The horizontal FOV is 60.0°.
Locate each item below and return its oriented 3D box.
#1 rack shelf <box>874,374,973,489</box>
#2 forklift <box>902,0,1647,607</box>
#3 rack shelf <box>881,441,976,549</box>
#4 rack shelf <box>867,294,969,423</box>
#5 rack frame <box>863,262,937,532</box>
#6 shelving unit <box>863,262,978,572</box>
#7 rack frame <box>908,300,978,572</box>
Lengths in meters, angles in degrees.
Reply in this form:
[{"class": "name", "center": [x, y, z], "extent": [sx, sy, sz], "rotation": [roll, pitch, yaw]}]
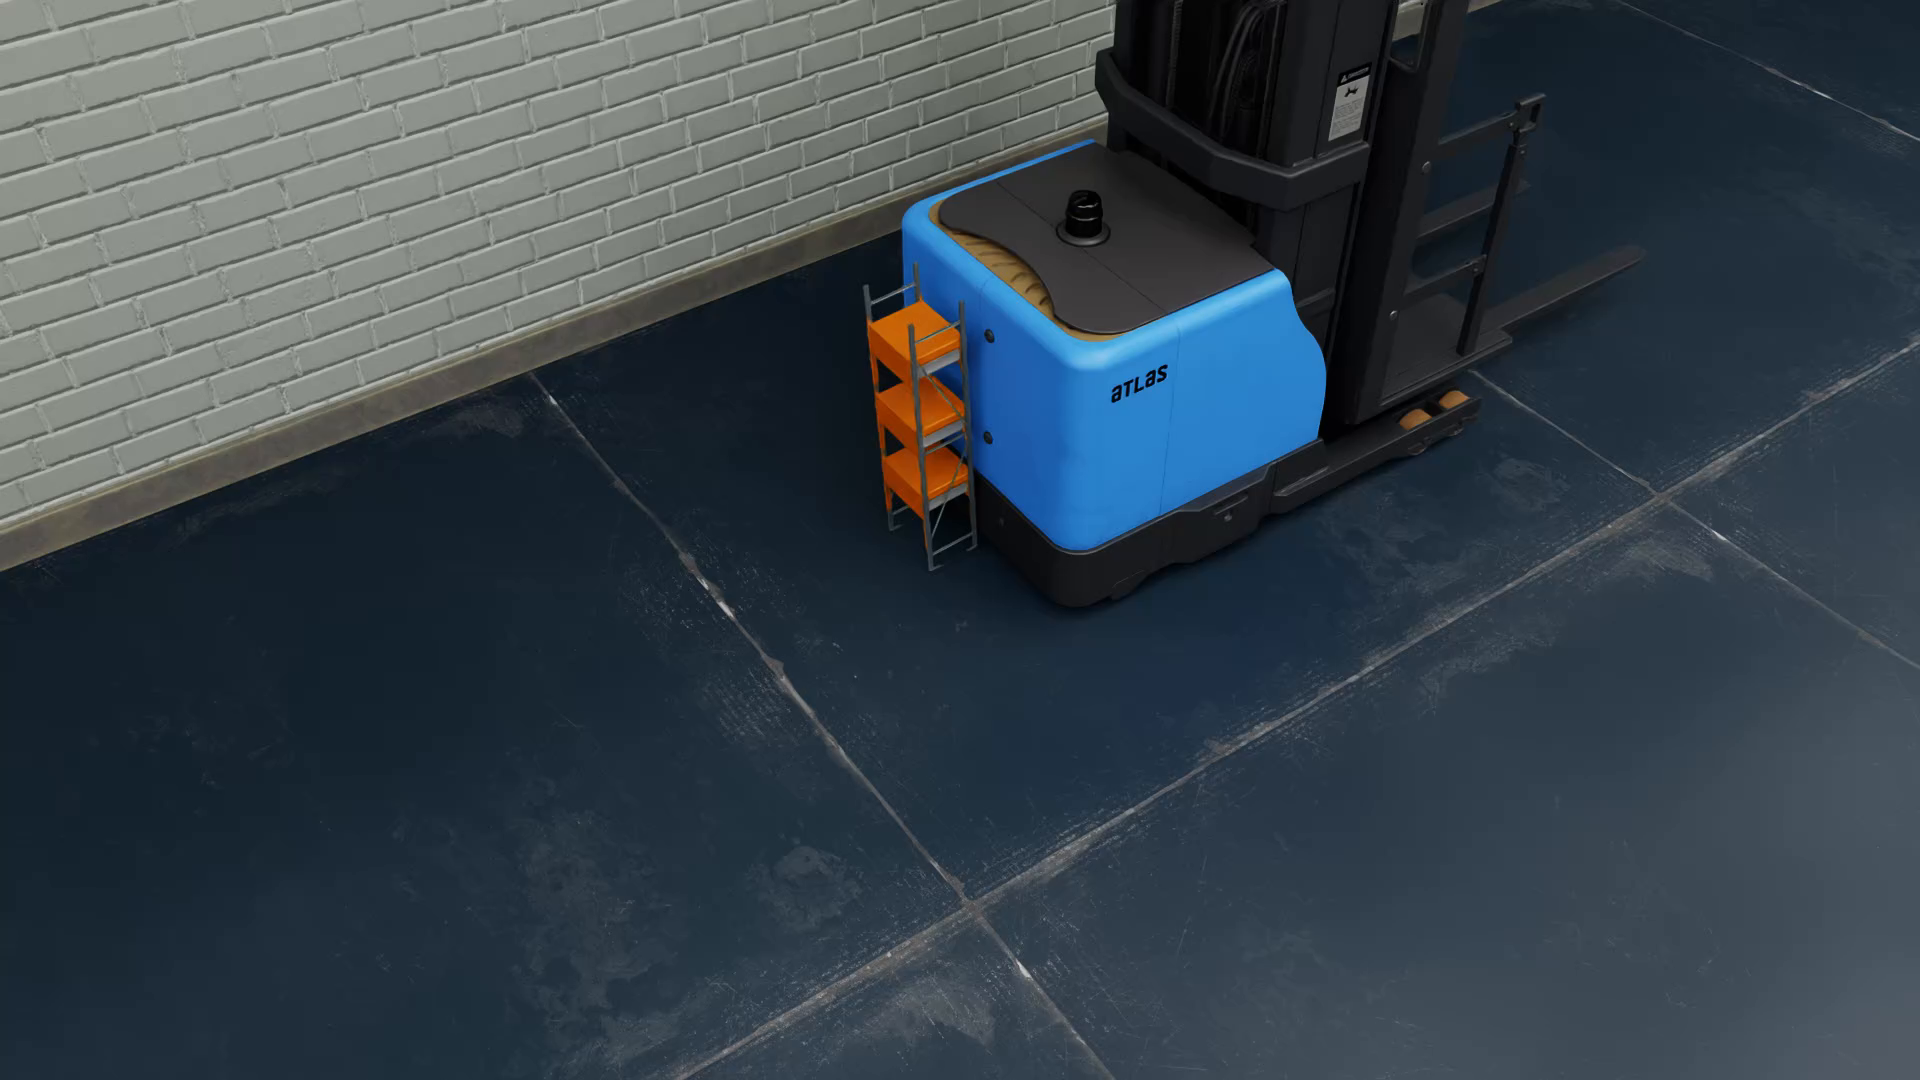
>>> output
[{"class": "rack shelf", "center": [-0.116, -0.366, 5.380], "extent": [0.215, 0.259, 0.240], "rotation": [-28, 50, -22]}, {"class": "forklift", "center": [1.303, -1.648, 5.354], "extent": [3.031, 2.935, 1.130], "rotation": [-25, 49, -24]}, {"class": "rack shelf", "center": [-0.104, -0.171, 5.578], "extent": [0.215, 0.259, 0.240], "rotation": [-28, 50, -22]}, {"class": "rack shelf", "center": [-0.129, -0.565, 5.178], "extent": [0.215, 0.259, 0.240], "rotation": [-28, 50, -22]}, {"class": "rack frame", "center": [-0.187, -0.442, 5.445], "extent": [0.200, 1.050, 0.008], "rotation": [-28, 50, -22]}, {"class": "shelving unit", "center": [-0.117, -0.373, 5.372], "extent": [0.215, 1.050, 0.252], "rotation": [-28, 50, -22]}, {"class": "rack frame", "center": [-0.047, -0.305, 5.300], "extent": [0.200, 1.050, 0.008], "rotation": [-28, 50, -22]}]
